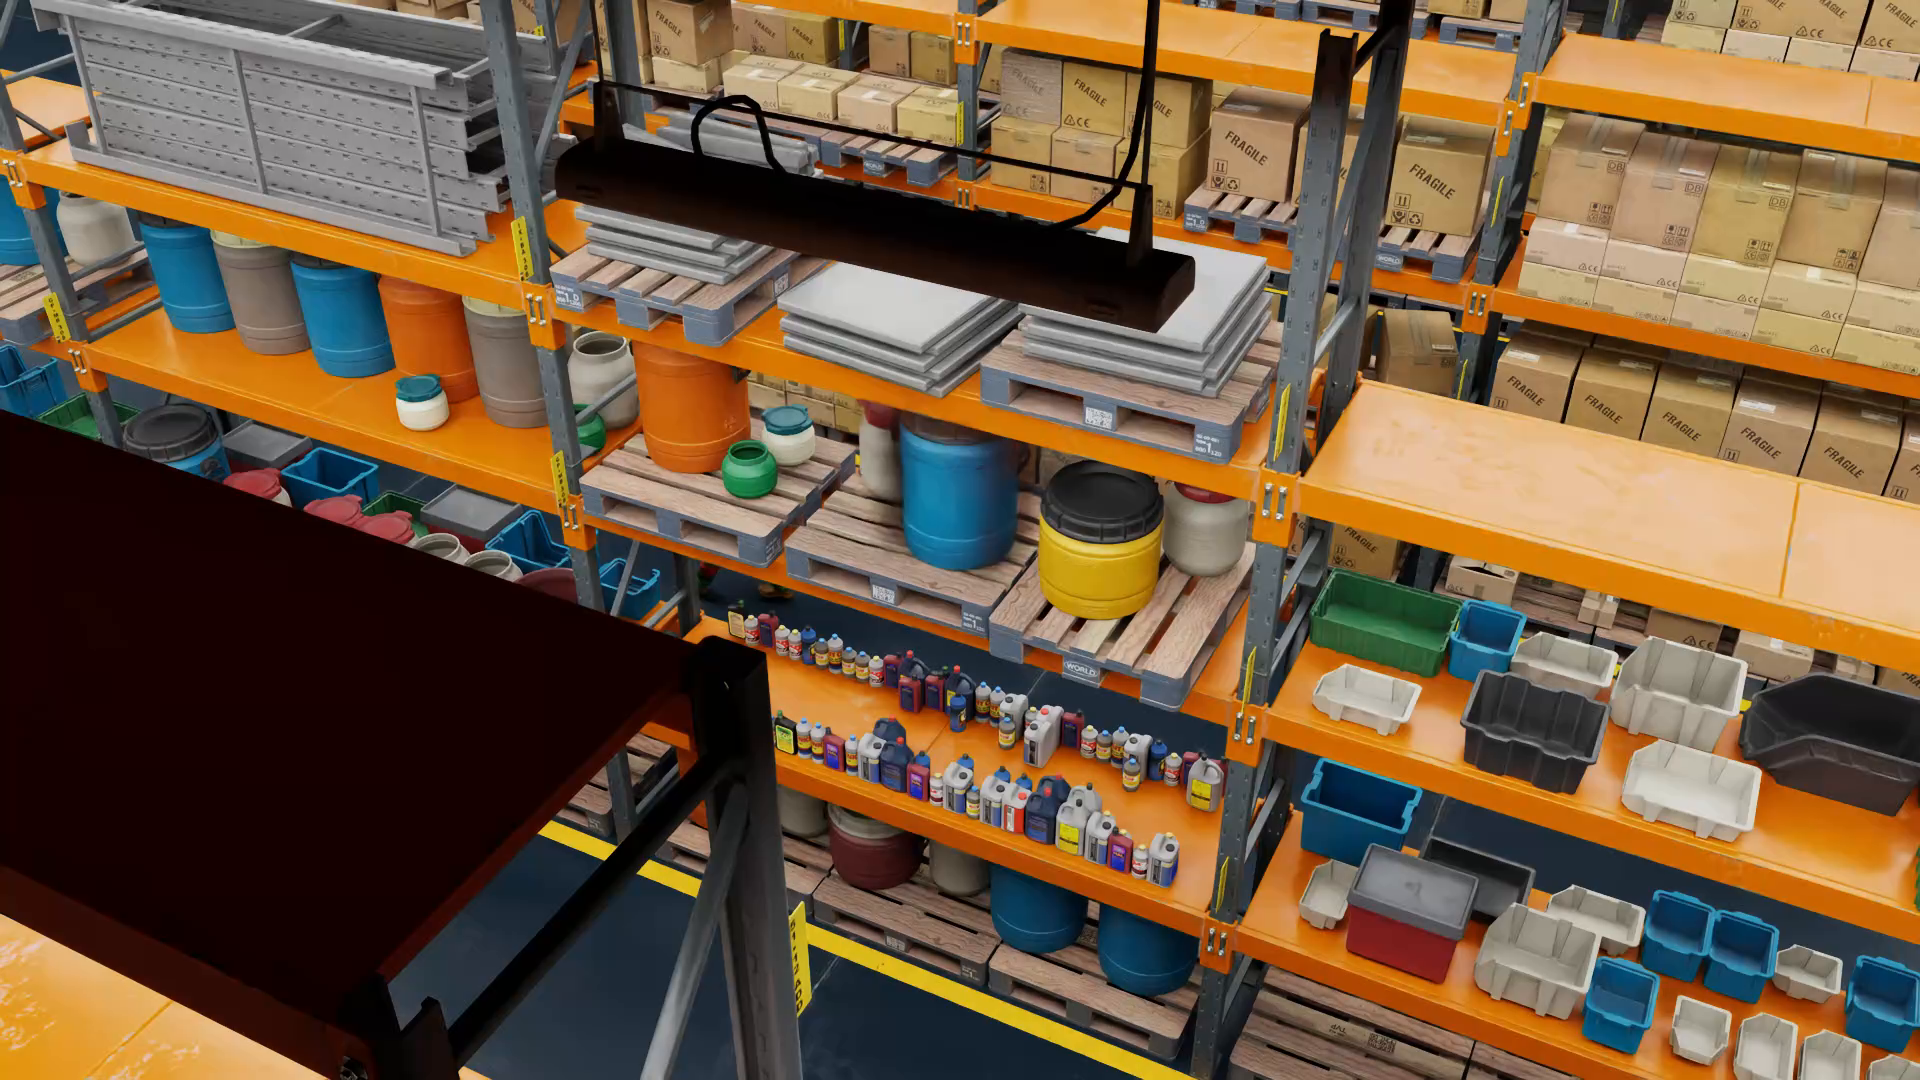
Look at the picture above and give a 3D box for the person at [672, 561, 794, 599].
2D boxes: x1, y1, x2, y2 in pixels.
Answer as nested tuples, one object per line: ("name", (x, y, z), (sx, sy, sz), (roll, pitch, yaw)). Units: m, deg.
("person", (-1.813, -0.272, 12.720), (0.995, 1.728, 0.559), (7, 36, 10))
